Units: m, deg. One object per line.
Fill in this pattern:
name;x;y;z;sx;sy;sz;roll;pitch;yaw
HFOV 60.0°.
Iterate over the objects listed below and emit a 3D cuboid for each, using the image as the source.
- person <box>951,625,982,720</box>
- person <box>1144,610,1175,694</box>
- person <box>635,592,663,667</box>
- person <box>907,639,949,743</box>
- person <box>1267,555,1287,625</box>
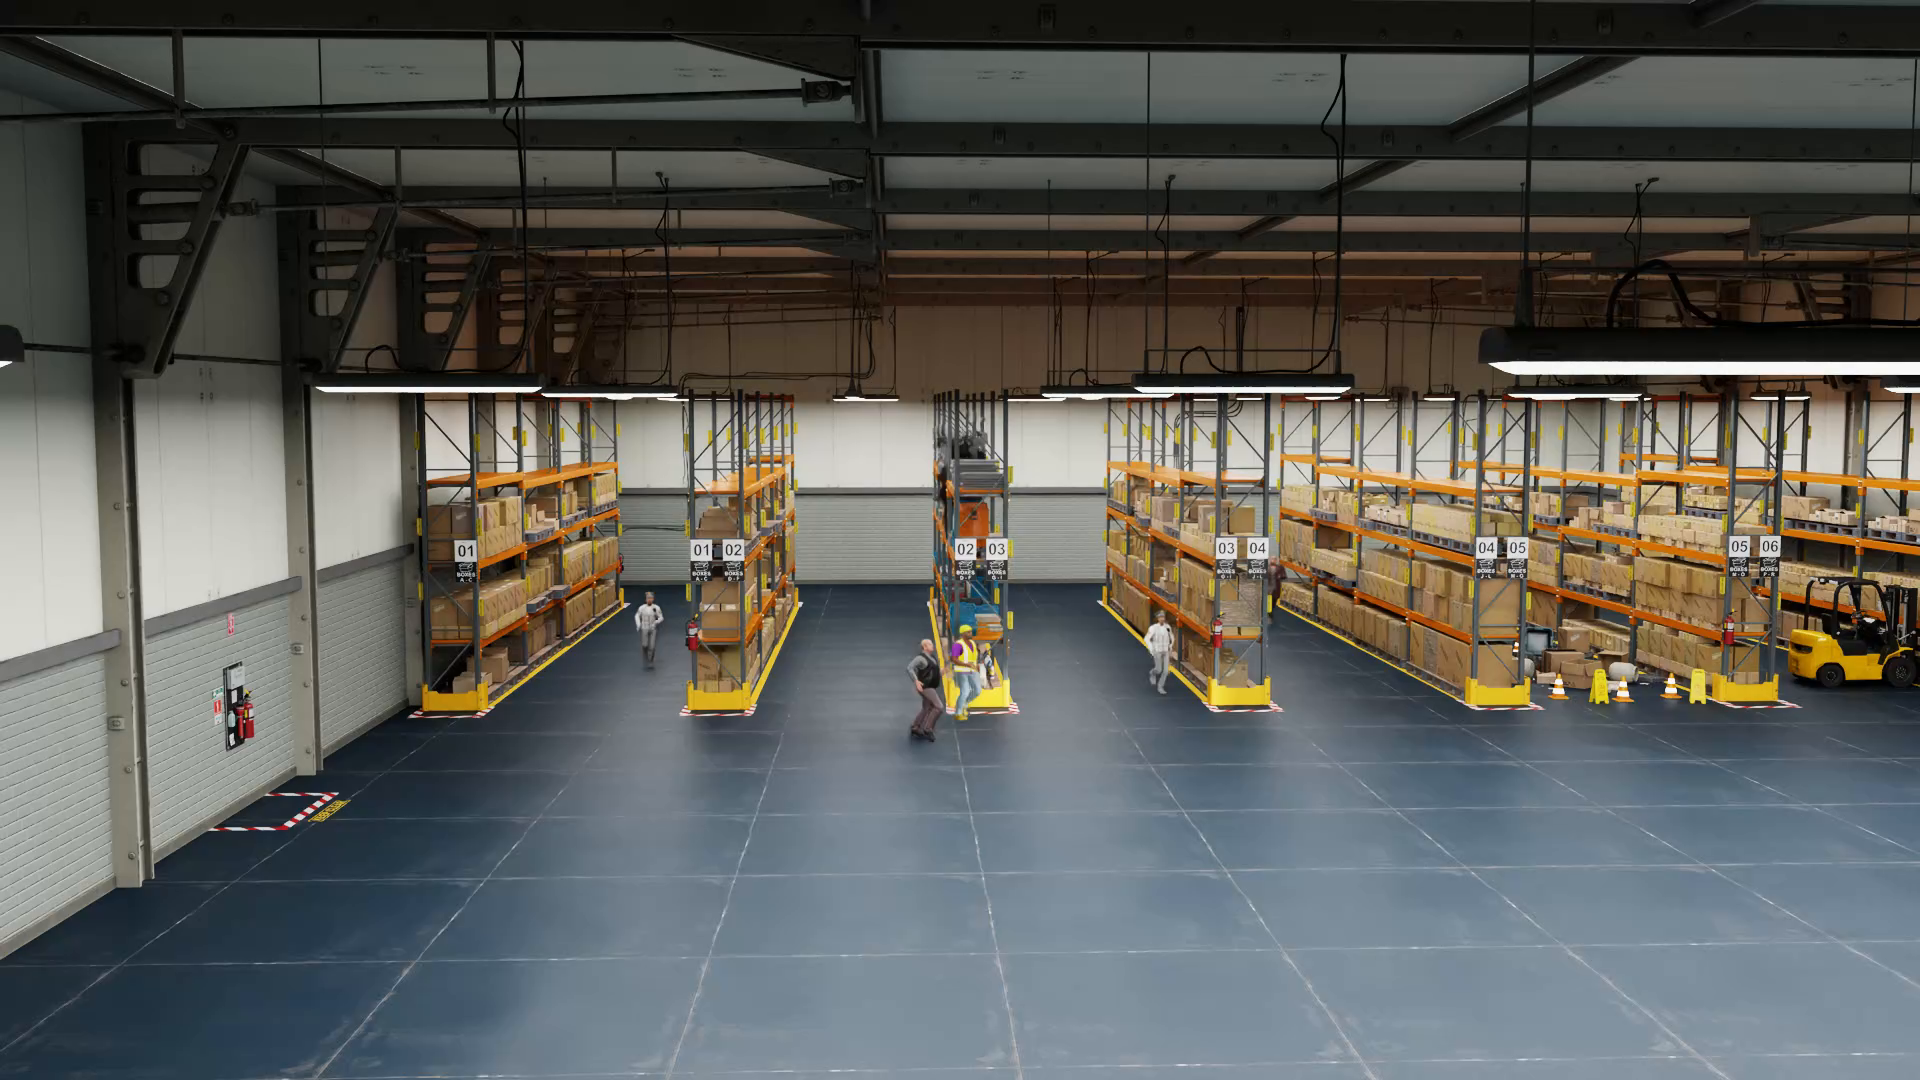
person;0.158;2.398;30.176;0.592;1.730;0.745;5;7;44
person;3.988;2.210;33.059;0.615;1.657;0.555;-1;5;-12
person;-6.751;1.949;36.135;0.612;1.650;0.541;-1;5;-10
person;-0.536;2.561;28.313;0.729;1.756;0.627;2;5;19
person;8.187;1.307;43.543;0.674;1.845;0.952;0;5;-4
